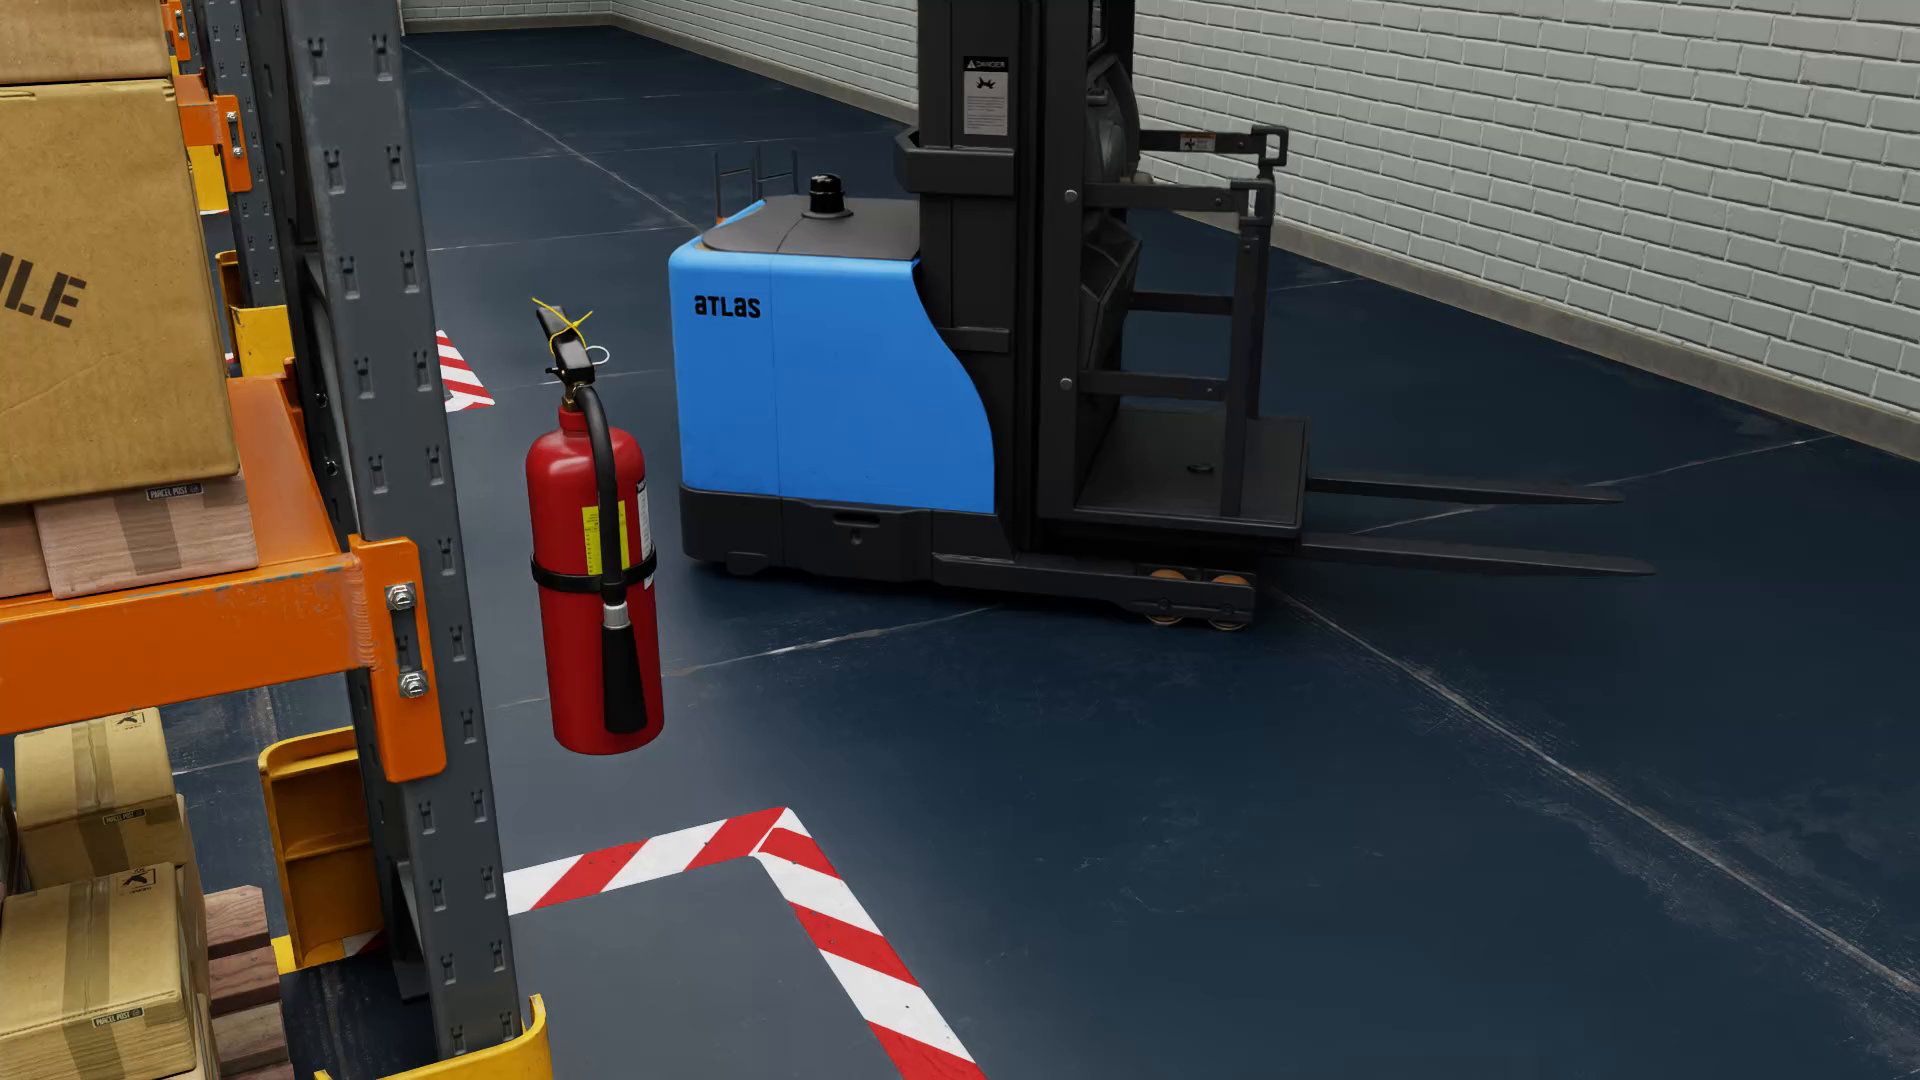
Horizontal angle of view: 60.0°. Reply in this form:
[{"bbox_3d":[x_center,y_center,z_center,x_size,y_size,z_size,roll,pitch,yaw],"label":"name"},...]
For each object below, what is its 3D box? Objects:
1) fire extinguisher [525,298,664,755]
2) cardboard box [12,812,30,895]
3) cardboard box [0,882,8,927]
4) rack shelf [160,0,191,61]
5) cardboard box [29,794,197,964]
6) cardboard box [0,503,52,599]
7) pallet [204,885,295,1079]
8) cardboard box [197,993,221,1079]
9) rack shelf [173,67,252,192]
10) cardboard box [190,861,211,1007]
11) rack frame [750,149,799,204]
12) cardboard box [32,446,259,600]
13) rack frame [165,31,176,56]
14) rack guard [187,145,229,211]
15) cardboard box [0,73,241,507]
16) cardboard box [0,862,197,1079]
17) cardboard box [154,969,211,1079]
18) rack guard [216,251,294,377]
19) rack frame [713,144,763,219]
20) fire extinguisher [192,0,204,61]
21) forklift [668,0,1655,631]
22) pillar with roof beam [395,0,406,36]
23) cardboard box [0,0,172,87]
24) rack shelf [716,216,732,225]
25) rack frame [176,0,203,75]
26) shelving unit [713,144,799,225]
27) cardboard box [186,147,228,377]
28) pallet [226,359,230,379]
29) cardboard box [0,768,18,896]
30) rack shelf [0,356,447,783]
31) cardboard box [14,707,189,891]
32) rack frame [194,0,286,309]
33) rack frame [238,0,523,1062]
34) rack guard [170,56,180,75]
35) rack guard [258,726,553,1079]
[{"bbox_3d":[-0.544,-0.015,2.453,0.183,0.674,0.296,-10,25,-24],"label":"fire extinguisher"},{"bbox_3d":[-1.826,0.670,3.000,0.250,0.149,0.380,-11,25,-24],"label":"cardboard box"},{"bbox_3d":[-1.589,0.705,2.526,0.250,0.149,0.380,-10,24,-23],"label":"cardboard box"},{"bbox_3d":[-6.981,-3.109,10.280,4.000,0.370,1.077,-10,25,-24],"label":"rack shelf"},{"bbox_3d":[-1.555,0.644,3.062,0.250,0.149,0.380,-9,24,-21],"label":"cardboard box"},{"bbox_3d":[-1.383,-0.045,2.264,0.250,0.149,0.380,-10,25,-24],"label":"cardboard box"},{"bbox_3d":[-1.787,1.083,2.857,1.213,0.211,1.003,-10,25,-24],"label":"pallet"},{"bbox_3d":[-1.355,0.942,2.731,0.250,0.149,0.380,-10,25,-23],"label":"cardboard box"},{"bbox_3d":[-4.833,-1.402,6.157,4.000,0.370,1.077,-10,25,-24],"label":"rack shelf"},{"bbox_3d":[-1.582,0.759,3.172,0.250,0.149,0.380,-10,24,-23],"label":"cardboard box"},{"bbox_3d":[-0.668,-0.831,6.189,0.006,1.200,0.240,16,28,34],"label":"rack frame"},{"bbox_3d":[-1.142,-0.073,2.333,0.250,0.149,0.380,-10,25,-24],"label":"cardboard box"},{"bbox_3d":[-7.324,-5.481,15.070,0.127,3.000,1.000,-10,25,-24],"label":"rack frame"},{"bbox_3d":[-5.163,-2.627,11.443,0.348,0.500,1.175,-10,25,-24],"label":"rack guard"},{"bbox_3d":[-1.264,-0.361,2.180,0.500,0.500,0.500,-10,24,-23],"label":"cardboard box"},{"bbox_3d":[-1.338,0.683,2.579,0.250,0.149,0.380,-10,25,-23],"label":"cardboard box"},{"bbox_3d":[-1.323,0.831,2.610,0.250,0.149,0.380,-11,25,-25],"label":"cardboard box"},{"bbox_3d":[-3.010,-0.916,7.308,0.348,0.500,1.175,-10,25,-24],"label":"rack guard"},{"bbox_3d":[-0.813,-0.874,6.292,0.006,1.200,0.240,16,28,34],"label":"rack frame"},{"bbox_3d":[-4.846,-3.434,10.712,0.183,0.674,0.296,-10,25,-24],"label":"fire extinguisher"},{"bbox_3d":[0.656,-1.300,5.059,3.031,2.935,1.130,5,23,12],"label":"forklift"},{"bbox_3d":[-5.551,-9.222,16.263,0.400,9.000,9.100,-10,25,-24],"label":"pillar with roof beam"},{"bbox_3d":[-1.276,-0.824,1.993,0.500,0.500,0.500,-11,25,-25],"label":"cardboard box"},{"bbox_3d":[-0.740,-1.144,6.120,0.180,0.103,0.258,16,28,34],"label":"rack shelf"},{"bbox_3d":[-5.179,-3.773,10.944,0.127,3.000,1.000,-10,25,-24],"label":"rack frame"},{"bbox_3d":[-0.740,-0.852,6.241,0.189,1.200,0.258,16,28,34],"label":"shelving unit"},{"bbox_3d":[-3.573,-1.145,6.824,0.875,0.875,0.875,-10,25,-24],"label":"cardboard box"},{"bbox_3d":[-3.718,-0.619,6.968,1.213,0.211,1.003,-10,25,-24],"label":"pallet"},{"bbox_3d":[-1.787,0.565,2.864,0.250,0.149,0.380,-10,24,-23],"label":"cardboard box"},{"bbox_3d":[-2.773,0.324,1.987,4.000,0.370,1.077,-10,25,-24],"label":"rack shelf"},{"bbox_3d":[-1.591,0.478,3.075,0.250,0.149,0.380,-12,25,-26],"label":"cardboard box"},{"bbox_3d":[-3.031,-2.067,6.821,0.127,3.000,1.000,-10,25,-24],"label":"rack frame"},{"bbox_3d":[-0.971,-0.340,2.651,0.127,3.000,1.000,-10,25,-24],"label":"rack frame"},{"bbox_3d":[-7.393,-4.314,15.517,0.348,0.500,1.175,-10,25,-24],"label":"rack guard"},{"bbox_3d":[-1.040,0.827,3.098,0.348,0.500,1.175,-10,25,-24],"label":"rack guard"}]
